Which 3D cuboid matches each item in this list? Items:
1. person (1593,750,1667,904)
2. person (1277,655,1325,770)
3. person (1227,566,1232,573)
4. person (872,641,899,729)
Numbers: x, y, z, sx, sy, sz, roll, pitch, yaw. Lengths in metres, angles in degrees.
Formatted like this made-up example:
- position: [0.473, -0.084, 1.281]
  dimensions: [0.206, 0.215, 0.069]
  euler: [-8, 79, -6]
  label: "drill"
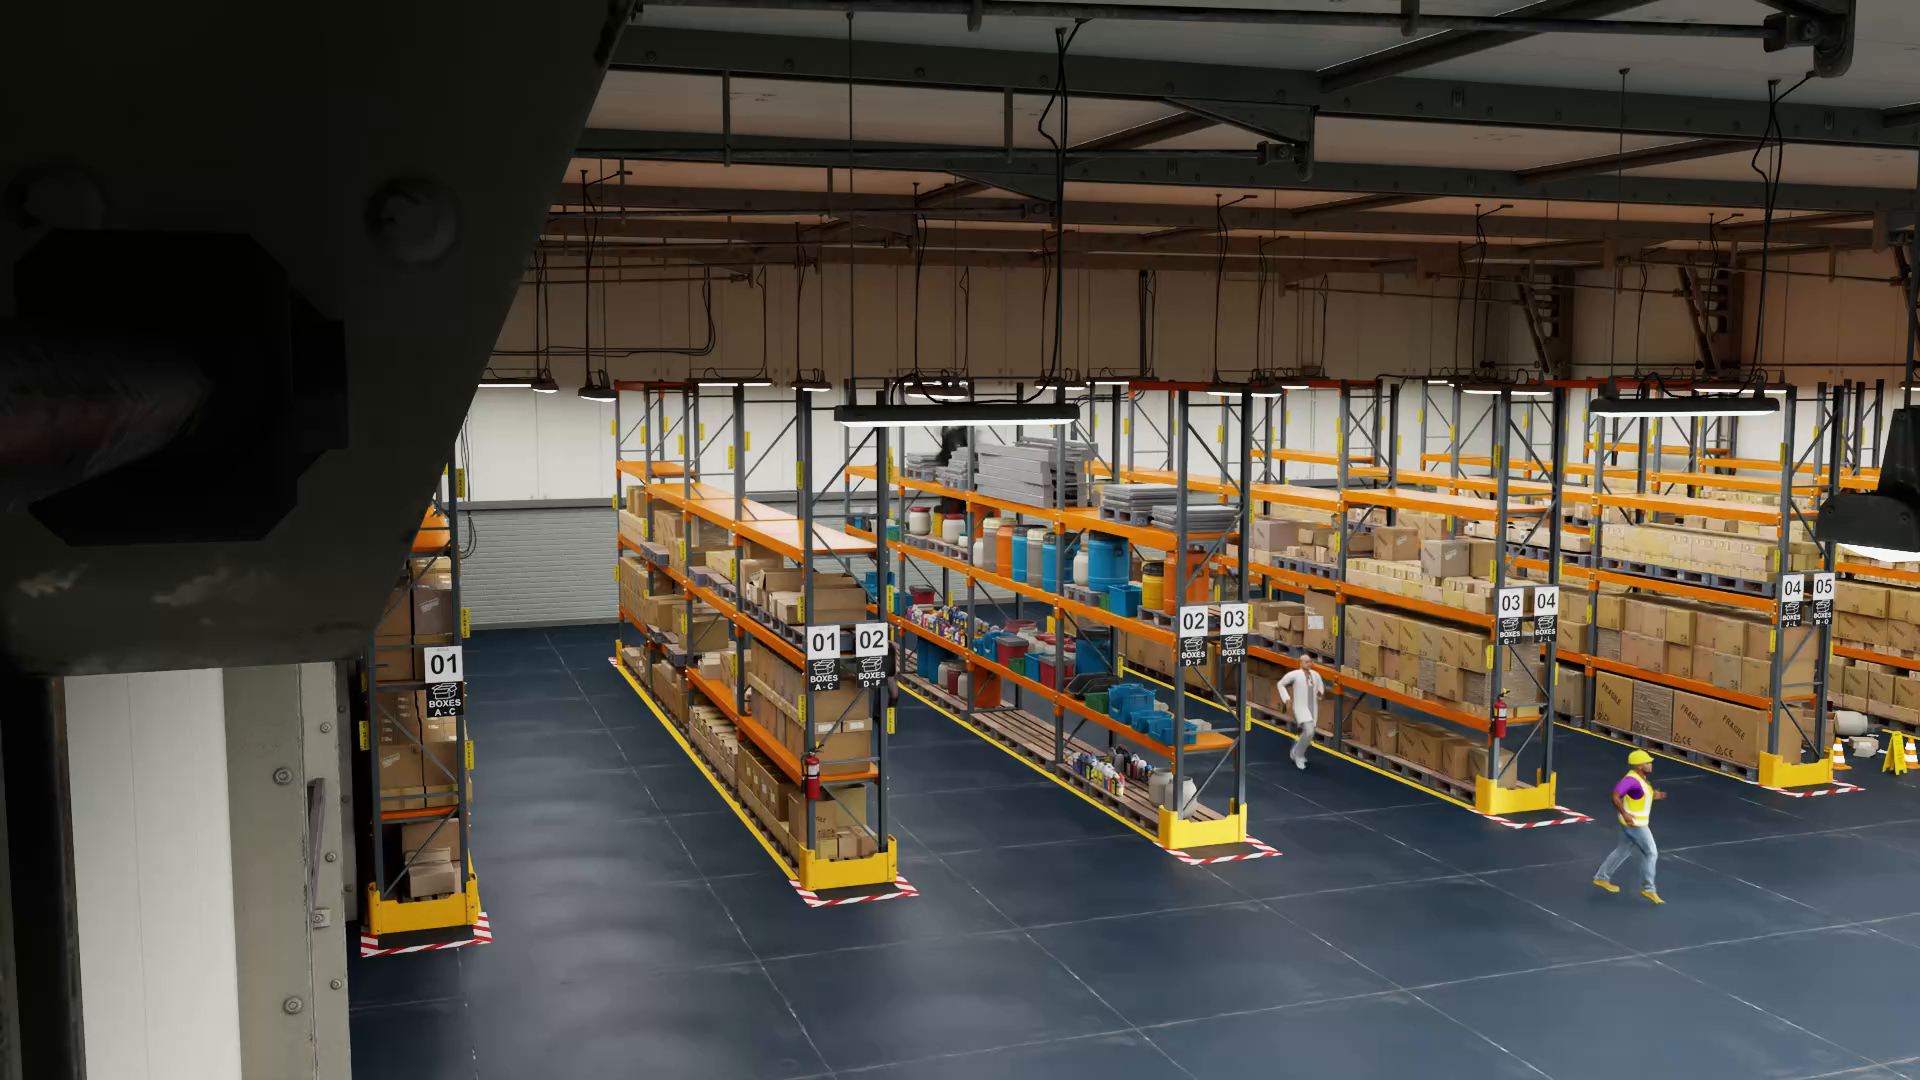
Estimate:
- position: [7.960, 3.380, 19.709]
  dimensions: [0.806, 1.828, 0.666]
  euler: [2, 6, 15]
  label: "person"
- position: [5.412, 2.699, 26.077]
  dimensions: [0.660, 1.800, 0.756]
  euler: [-3, 7, -27]
  label: "person"
- position: [6.113, 1.438, 38.115]
  dimensions: [0.693, 1.775, 0.674]
  euler: [-2, 6, -18]
  label: "person"
- position: [-1.329, 2.512, 29.039]
  dimensions: [0.635, 1.588, 0.756]
  euler: [-3, 7, -24]
  label: "person"
